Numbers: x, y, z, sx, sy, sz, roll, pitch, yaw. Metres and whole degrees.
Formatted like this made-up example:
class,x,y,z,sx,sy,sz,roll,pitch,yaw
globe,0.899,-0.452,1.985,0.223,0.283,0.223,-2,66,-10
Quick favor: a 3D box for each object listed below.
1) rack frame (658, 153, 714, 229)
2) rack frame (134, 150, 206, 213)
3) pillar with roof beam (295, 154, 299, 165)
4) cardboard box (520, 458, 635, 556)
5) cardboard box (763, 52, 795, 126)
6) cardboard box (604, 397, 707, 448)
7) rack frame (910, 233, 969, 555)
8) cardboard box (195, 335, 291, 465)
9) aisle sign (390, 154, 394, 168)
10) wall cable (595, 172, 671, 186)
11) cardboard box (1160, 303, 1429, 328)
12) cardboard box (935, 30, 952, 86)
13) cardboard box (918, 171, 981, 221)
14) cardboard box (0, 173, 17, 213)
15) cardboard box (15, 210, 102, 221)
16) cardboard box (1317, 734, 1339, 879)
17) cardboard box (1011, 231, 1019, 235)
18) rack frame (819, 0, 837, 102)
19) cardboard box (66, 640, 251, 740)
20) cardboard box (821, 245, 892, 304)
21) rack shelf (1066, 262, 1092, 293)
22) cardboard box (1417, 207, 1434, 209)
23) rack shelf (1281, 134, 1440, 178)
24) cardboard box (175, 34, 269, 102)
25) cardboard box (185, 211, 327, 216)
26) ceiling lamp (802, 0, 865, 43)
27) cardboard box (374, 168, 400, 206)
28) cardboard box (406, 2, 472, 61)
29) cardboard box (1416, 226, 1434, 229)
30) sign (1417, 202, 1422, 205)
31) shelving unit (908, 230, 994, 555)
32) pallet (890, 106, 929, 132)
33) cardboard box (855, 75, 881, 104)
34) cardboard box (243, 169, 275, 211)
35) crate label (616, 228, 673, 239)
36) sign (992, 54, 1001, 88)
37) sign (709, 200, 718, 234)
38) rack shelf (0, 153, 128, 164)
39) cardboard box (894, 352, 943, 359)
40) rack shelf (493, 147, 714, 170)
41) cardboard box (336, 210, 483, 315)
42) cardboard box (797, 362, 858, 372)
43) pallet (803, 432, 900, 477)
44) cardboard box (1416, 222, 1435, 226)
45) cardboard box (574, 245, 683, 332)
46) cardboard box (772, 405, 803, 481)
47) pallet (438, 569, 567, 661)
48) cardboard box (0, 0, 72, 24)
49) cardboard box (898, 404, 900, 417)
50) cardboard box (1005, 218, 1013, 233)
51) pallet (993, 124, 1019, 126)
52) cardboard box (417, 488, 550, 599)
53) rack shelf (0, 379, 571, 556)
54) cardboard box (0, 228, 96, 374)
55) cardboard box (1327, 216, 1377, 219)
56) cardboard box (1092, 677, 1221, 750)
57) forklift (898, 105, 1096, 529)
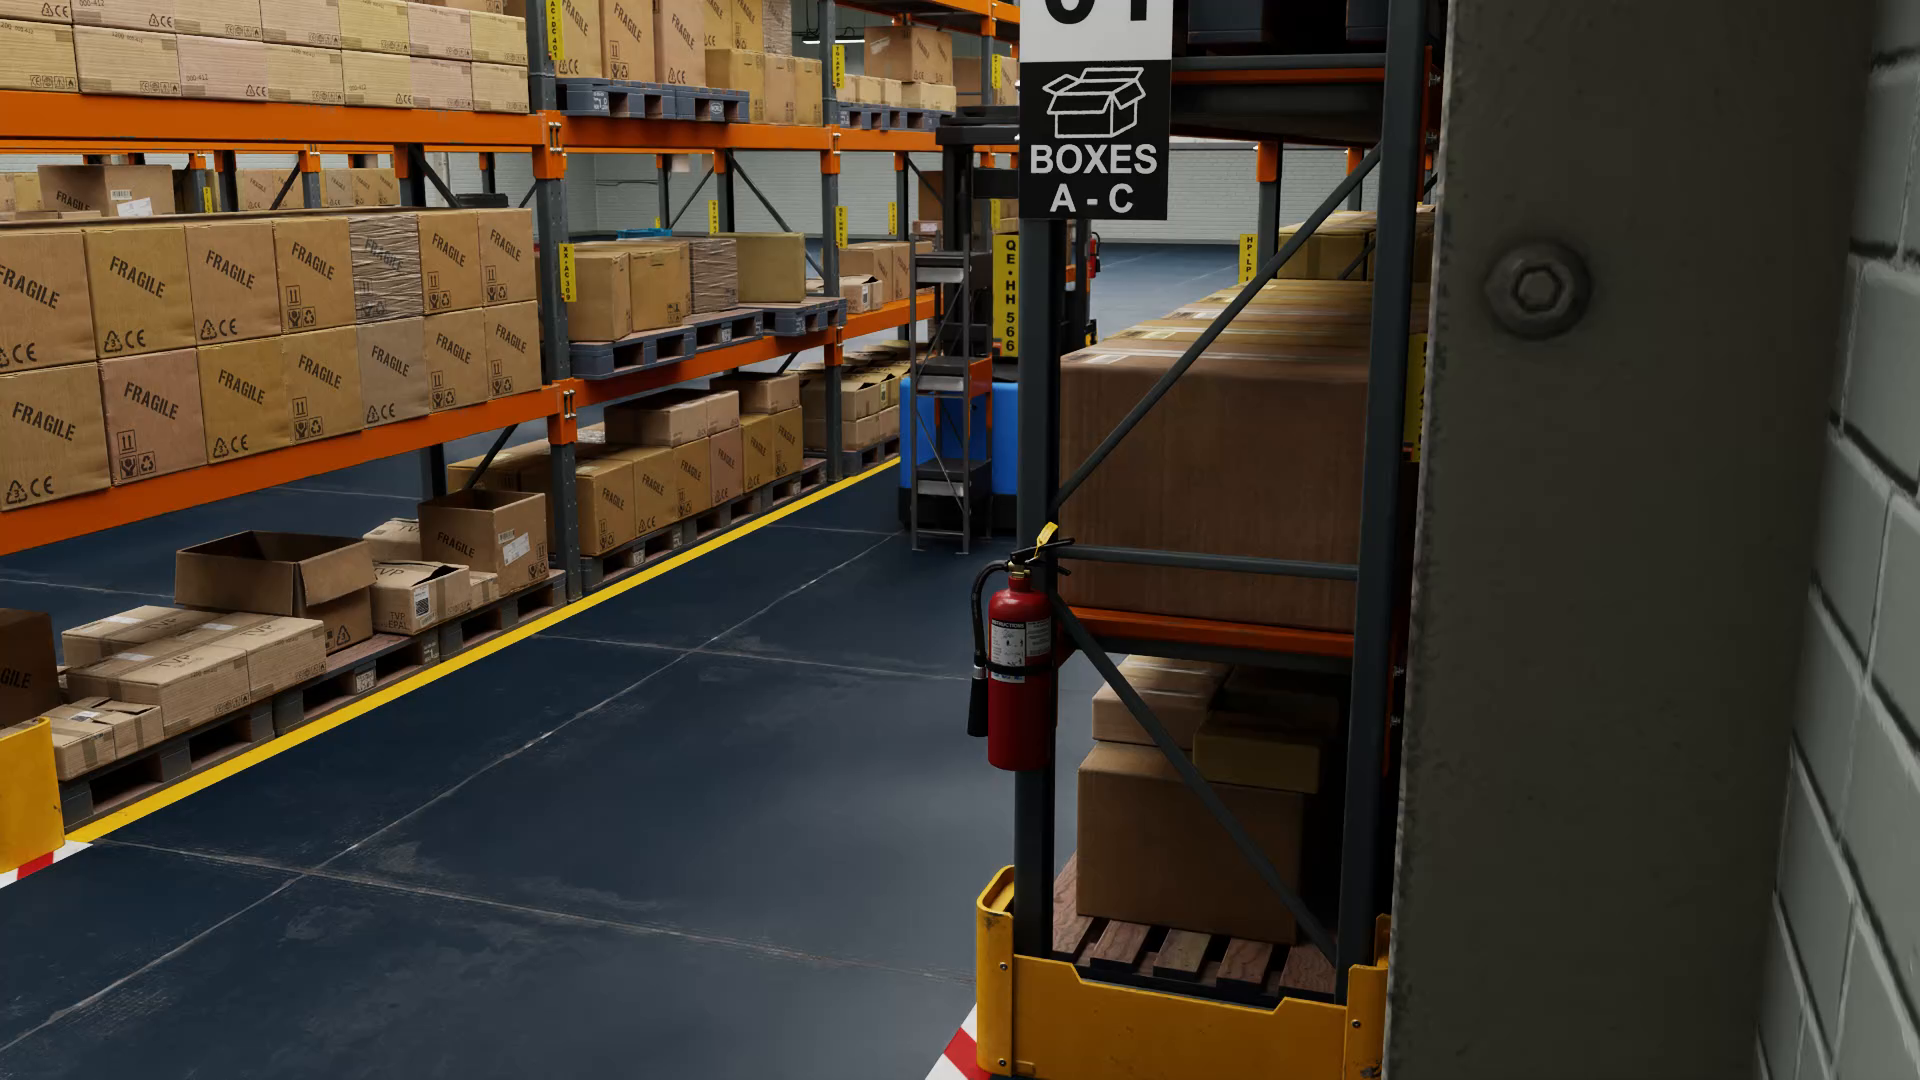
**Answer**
class,x,y,z,sx,sy,sz,roll,pitch,yaw
rack frame,-3.551,-4.018,22.341,1.000,3.000,0.127,4,14,18
rack frame,-9.531,-3.532,20.214,1.000,3.000,0.127,4,14,18
pillar with roof beam,-13.493,-11.767,42.813,9.100,9.000,0.548,4,14,18
cardboard box,-2.361,-0.214,10.304,0.500,0.500,0.500,4,13,16
cardboard box,-1.728,-3.285,12.167,0.910,0.500,0.500,4,14,18
cardboard box,-2.037,-0.790,11.143,0.500,0.250,0.500,4,14,19
rack frame,-0.133,-0.937,10.869,0.400,2.100,0.015,4,14,18
cardboard box,-3.322,-0.629,7.270,0.500,0.500,0.500,4,14,18
aisle sign,-7.933,-5.633,23.577,0.394,0.787,0.004,4,14,18
wall cable,-11.479,-13.615,57.887,3.097,2.526,0.112,4,14,18
cardboard box,1.282,-0.504,6.272,0.980,0.700,0.700,4,13,16
cardboard box,-0.396,-4.651,16.082,0.500,0.500,0.500,5,14,19
cardboard box,-0.022,-3.593,17.341,0.700,0.500,0.500,4,14,19
cardboard box,-13.667,-4.813,23.063,0.875,0.550,0.550,4,14,18
cardboard box,-10.005,-3.415,18.527,0.797,0.503,0.637,6,14,24
cardboard box,0.940,0.819,5.827,0.700,0.500,0.500,4,14,18
cardboard box,0.309,-3.177,18.436,0.700,0.500,0.500,5,14,19
rack frame,-1.453,-4.901,12.728,1.000,3.000,0.127,4,14,18
cardboard box,-3.436,0.635,7.146,0.500,0.250,0.500,4,14,18
cardboard box,-0.926,-2.379,14.937,0.500,0.500,0.500,4,13,15
rack shelf,0.488,-2.888,19.011,1.077,0.370,4.000,4,14,18
cardboard box,5.042,-3.316,17.874,0.500,0.500,0.500,4,13,17
rack shelf,2.588,-2.310,9.738,1.077,0.370,4.000,4,14,18
cardboard box,-3.301,-1.980,7.011,0.500,0.250,0.500,4,14,18
cardboard box,-3.500,-1.374,8.287,0.500,0.500,0.500,4,13,17
ceiling lamp,-3.447,-15.762,47.198,2.000,3.185,0.800,4,14,18
cardboard box,-8.181,-4.922,23.163,0.500,0.500,0.500,4,14,18
cardboard box,-2.813,-2.540,8.338,0.500,0.250,0.500,4,14,18
cardboard box,2.499,-1.535,8.843,0.500,0.250,0.500,5,14,19
sign,5.310,-3.765,19.291,0.100,0.325,0.005,4,14,18
shelving unit,-0.054,-0.989,11.094,0.431,2.100,0.503,4,14,18
pallet,-0.959,-3.731,14.770,1.003,0.211,1.213,5,14,21
cardboard box,-1.012,-3.901,14.481,0.500,0.250,0.500,4,13,17
cardboard box,-8.985,-4.395,20.855,0.500,0.500,0.500,4,14,18
crate label,-3.890,-3.628,20.554,0.502,0.435,0.616,4,14,18
sign,0.357,-4.649,16.497,0.100,0.325,0.005,4,14,18
sign,-1.980,-2.579,13.439,0.100,0.325,0.005,4,14,18
rack shelf,-13.545,-5.443,23.463,1.077,0.370,4.000,4,14,18
cardboard box,-0.345,-1.635,15.877,0.500,0.311,0.500,4,14,18
rack shelf,-4.198,-4.708,20.243,1.077,0.370,4.000,4,14,18
cardboard box,-2.829,-1.437,8.562,0.500,0.500,0.500,4,13,17
cardboard box,-1.189,-1.457,15.099,0.500,0.311,0.500,4,14,18
pallet,-1.150,-0.787,14.453,1.003,0.211,1.213,4,14,18
cardboard box,2.657,-1.641,9.307,0.500,0.250,0.500,4,13,17
cardboard box,-2.220,-1.620,10.669,0.700,0.500,0.500,7,15,27
cardboard box,-1.534,-0.758,12.688,0.500,0.500,0.500,5,14,21
pallet,-2.971,0.371,9.383,1.003,0.211,1.213,4,14,18
cardboard box,-3.629,-2.014,6.035,0.500,0.250,0.500,4,14,18
cardboard box,-0.682,-1.145,14.991,0.500,0.250,0.500,4,13,17
cardboard box,0.358,-3.388,17.901,0.380,0.149,0.250,4,14,18
pallet,0.092,-4.419,17.557,1.003,0.211,1.213,4,14,18
cardboard box,-2.664,0.011,9.320,0.500,0.500,0.500,4,14,18
rack shelf,-3.395,-0.362,7.941,1.077,0.370,4.000,4,14,18
cardboard box,-3.649,-0.902,6.219,0.500,0.500,0.500,5,14,20
cardboard box,2.513,-1.893,10.410,0.500,0.250,0.500,4,14,19
cardboard box,0.648,0.567,5.469,0.380,0.149,0.250,4,14,18
forklift,0.478,-1.780,12.691,1.130,2.935,3.031,4,13,16
